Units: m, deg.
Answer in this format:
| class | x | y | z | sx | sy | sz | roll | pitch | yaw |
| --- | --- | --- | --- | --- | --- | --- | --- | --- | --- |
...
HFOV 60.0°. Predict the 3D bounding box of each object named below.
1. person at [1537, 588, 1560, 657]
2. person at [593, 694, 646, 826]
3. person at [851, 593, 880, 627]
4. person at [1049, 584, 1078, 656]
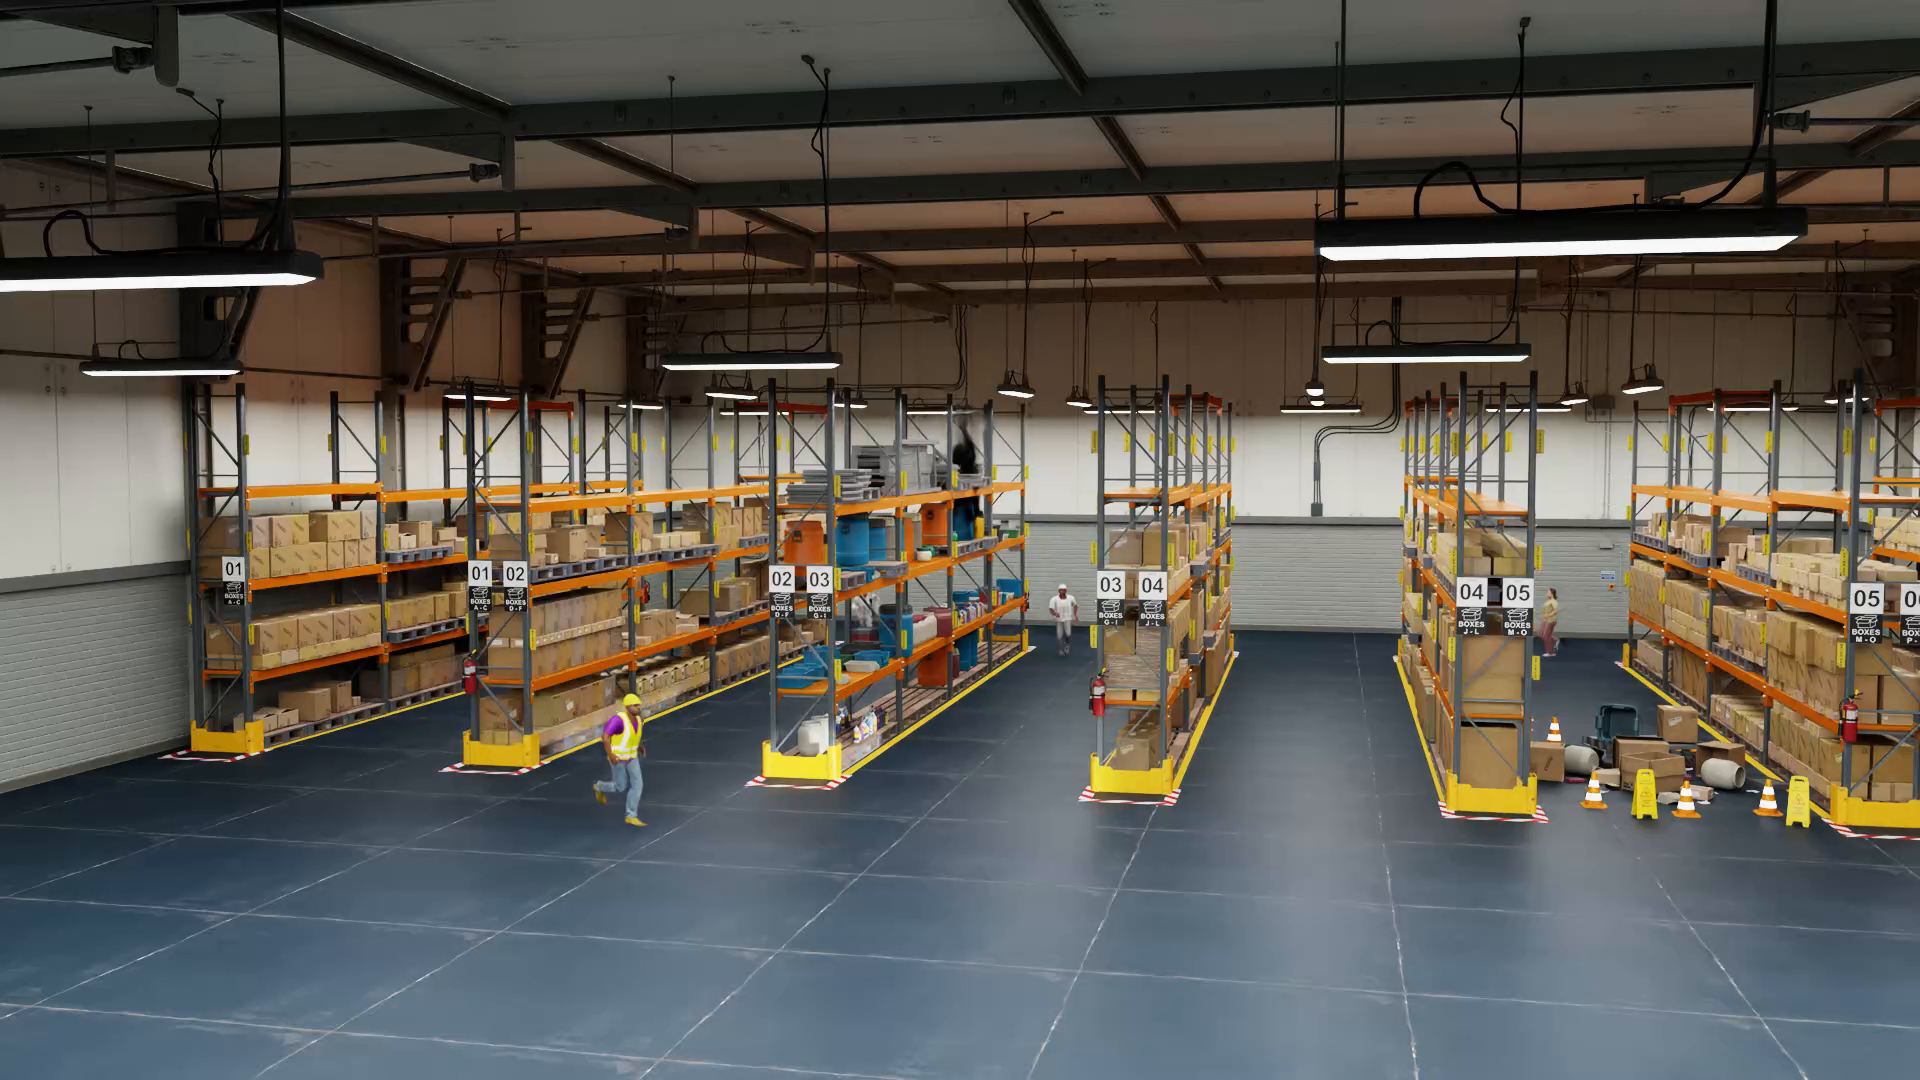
| class | x | y | z | sx | sy | sz | roll | pitch | yaw |
| --- | --- | --- | --- | --- | --- | --- | --- | --- | --- |
| person | 13.970 | 1.946 | 39.366 | 0.549 | 1.628 | 0.580 | 0 | 3 | 1 |
| person | -4.501 | 2.902 | 22.070 | 0.884 | 1.744 | 0.710 | 2 | 4 | 34 |
| person | -2.135 | 1.822 | 37.650 | 0.609 | 1.745 | 0.891 | 0 | 3 | 7 |
| person | 2.442 | 1.889 | 39.170 | 0.682 | 1.715 | 0.701 | 0 | 3 | 0 |
